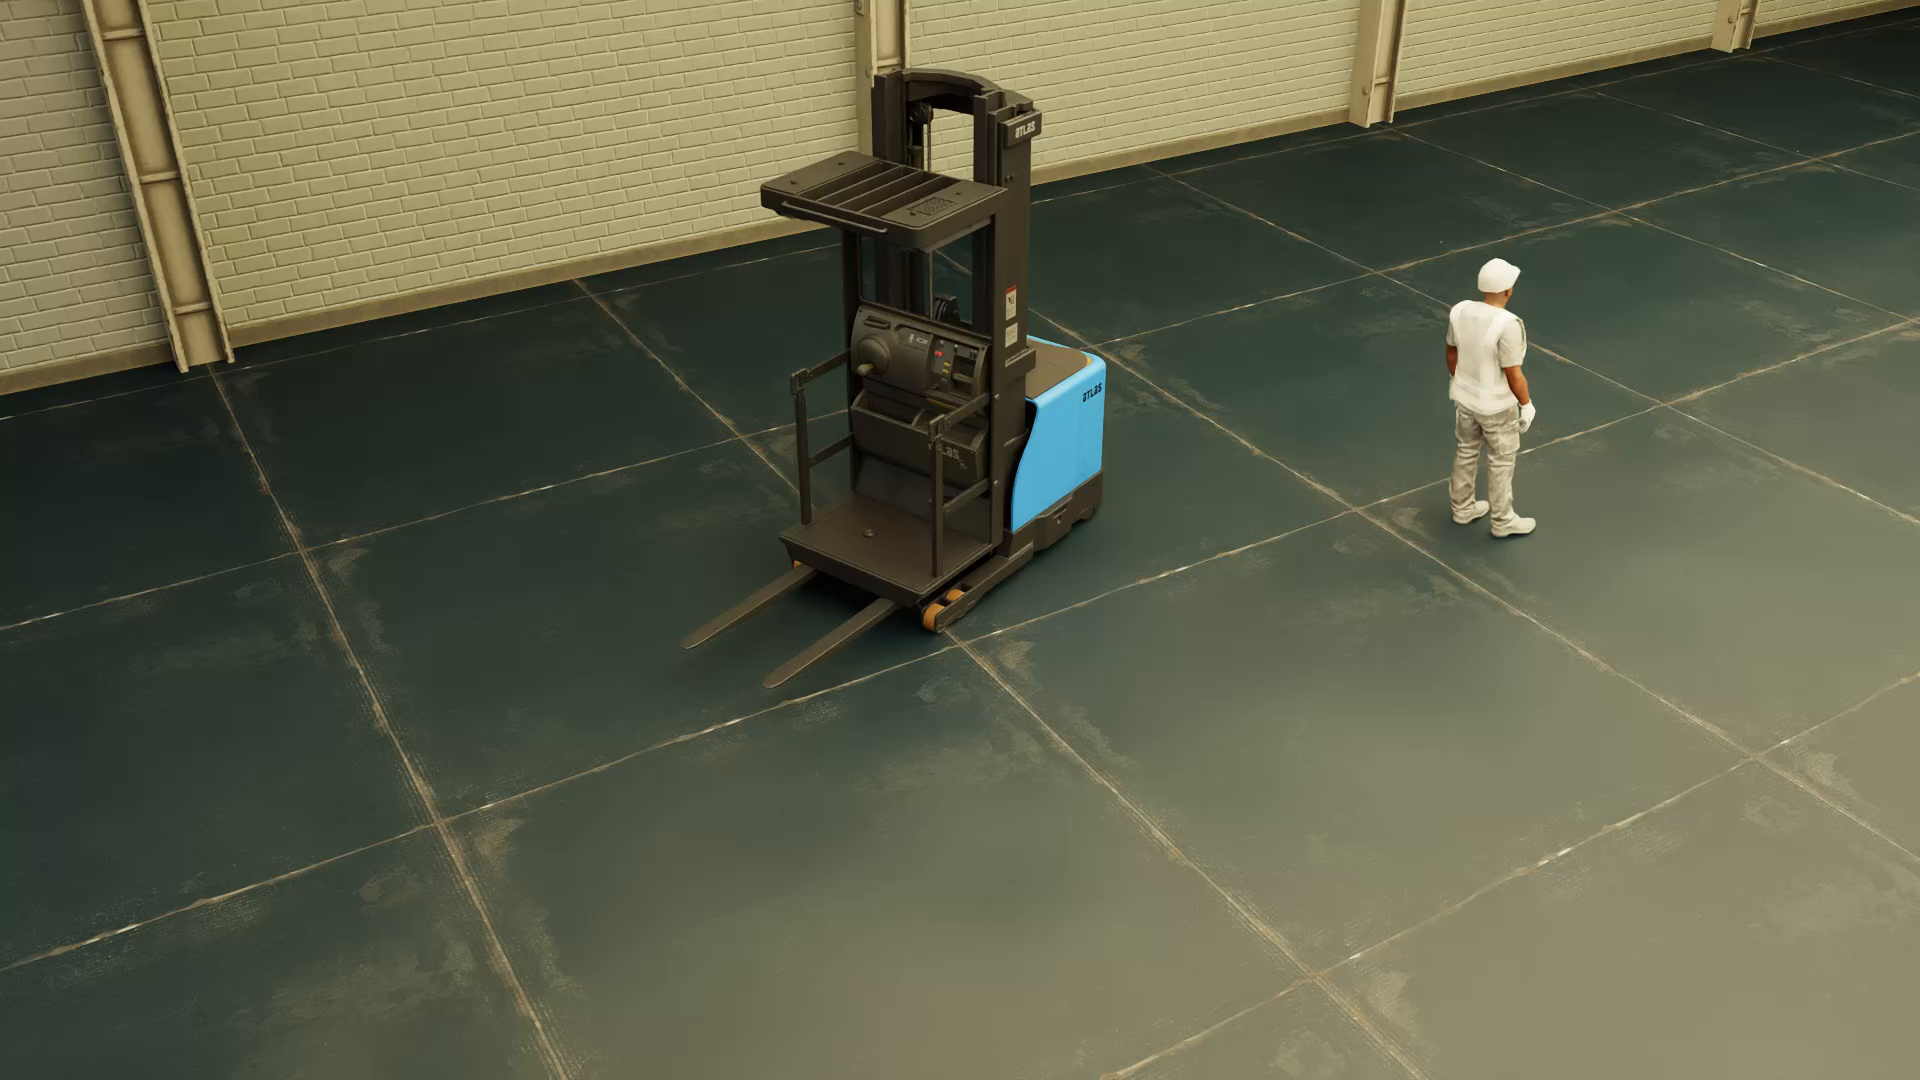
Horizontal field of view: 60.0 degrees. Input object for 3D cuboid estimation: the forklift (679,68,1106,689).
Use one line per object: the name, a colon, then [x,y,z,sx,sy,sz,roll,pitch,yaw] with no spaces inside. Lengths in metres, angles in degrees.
forklift: [-0.365,-1.007,9.329,1.130,2.935,3.031,21,37,31]

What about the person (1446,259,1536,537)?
person: [3.298,-0.892,10.244,0.565,1.785,0.654,-16,34,-24]
